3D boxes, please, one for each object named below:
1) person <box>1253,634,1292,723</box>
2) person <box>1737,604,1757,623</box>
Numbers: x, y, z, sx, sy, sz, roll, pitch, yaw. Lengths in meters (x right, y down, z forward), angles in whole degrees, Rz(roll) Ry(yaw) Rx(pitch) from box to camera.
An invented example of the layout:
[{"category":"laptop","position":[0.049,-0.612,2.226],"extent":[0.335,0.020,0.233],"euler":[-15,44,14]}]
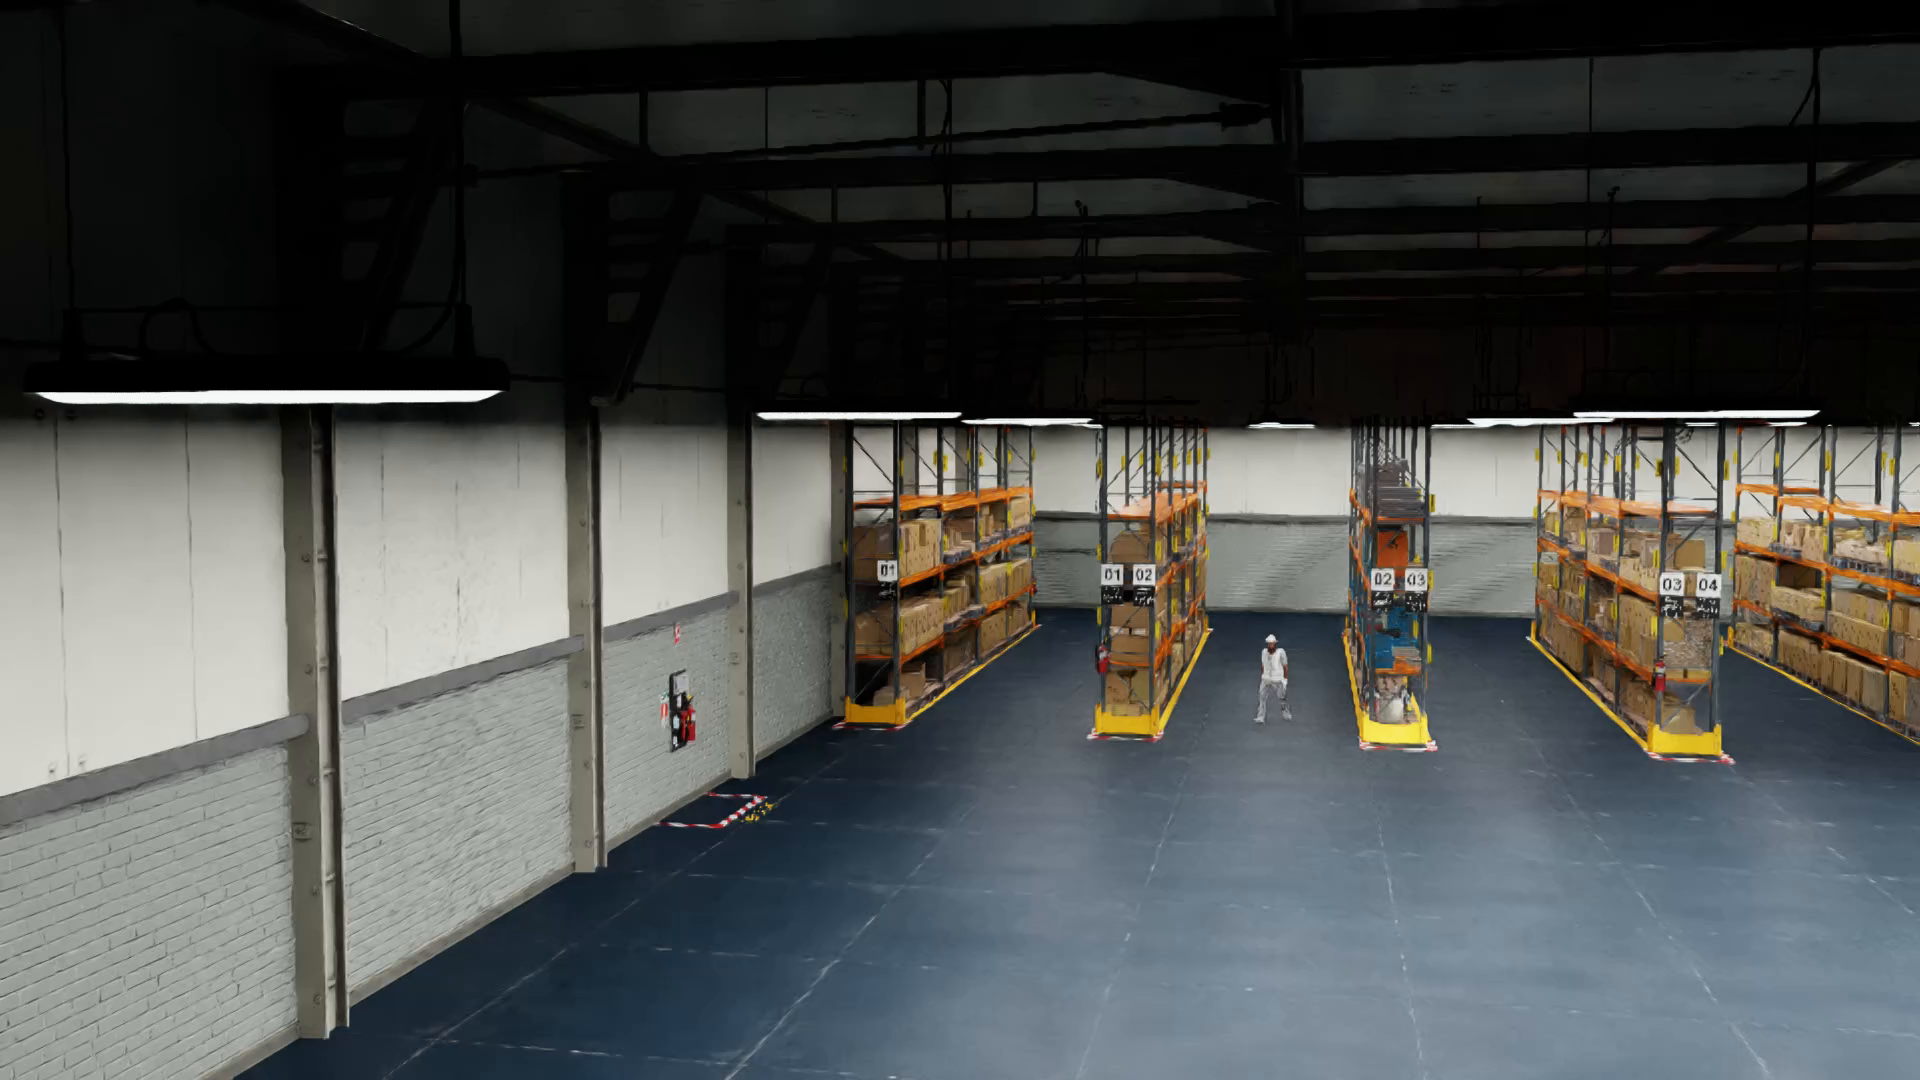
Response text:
[{"category":"person","position":[6.133,2.700,32.529],"extent":[0.606,1.735,0.983],"euler":[2,5,33]},{"category":"person","position":[21.482,1.844,45.374],"extent":[0.489,1.731,0.651],"euler":[-2,4,-22]}]
